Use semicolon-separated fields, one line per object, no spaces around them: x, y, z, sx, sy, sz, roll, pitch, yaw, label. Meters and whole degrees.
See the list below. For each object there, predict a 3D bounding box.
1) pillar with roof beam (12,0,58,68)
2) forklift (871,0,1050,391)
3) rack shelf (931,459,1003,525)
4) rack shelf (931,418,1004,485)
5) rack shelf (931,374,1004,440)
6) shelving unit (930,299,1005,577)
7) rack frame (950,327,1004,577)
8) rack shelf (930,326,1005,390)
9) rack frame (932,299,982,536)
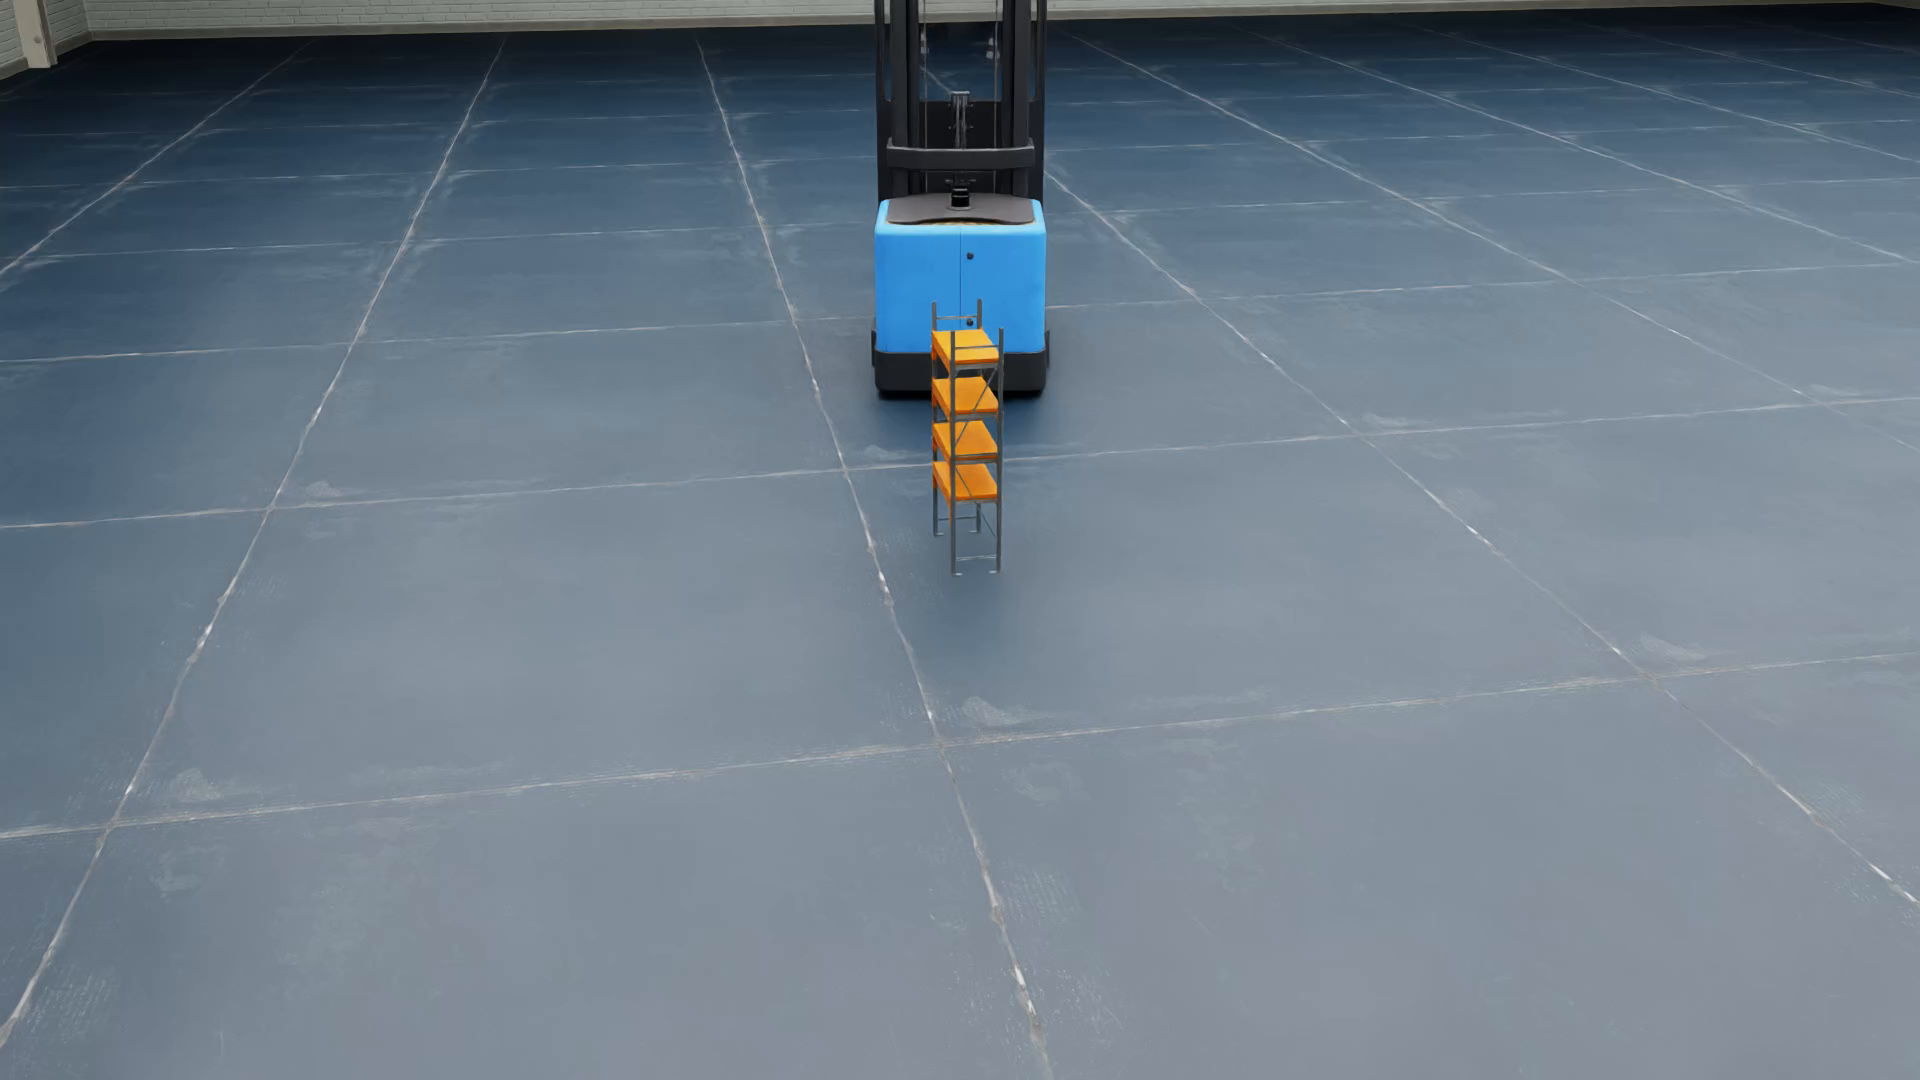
-8.881;-11.216;22.687;9.100;9.000;0.400;-4;24;-10;pillar with roof beam
0.004;-2.796;10.990;1.130;2.935;3.031;0;24;0;forklift
0.031;-0.241;7.967;0.258;0.148;0.480;-4;24;-10;rack shelf
0.031;-0.423;7.888;0.258;0.148;0.480;-4;24;-10;rack shelf
0.031;-0.628;7.798;0.258;0.148;0.480;-4;24;-10;rack shelf
0.031;-0.485;7.861;0.258;1.200;0.503;-4;24;-10;shelving unit
0.076;-0.389;7.641;0.240;1.200;0.015;-4;24;-10;rack frame
0.031;-0.845;7.703;0.258;0.148;0.480;-4;24;-10;rack shelf
-0.015;-0.581;8.081;0.240;1.200;0.015;-4;24;-10;rack frame
